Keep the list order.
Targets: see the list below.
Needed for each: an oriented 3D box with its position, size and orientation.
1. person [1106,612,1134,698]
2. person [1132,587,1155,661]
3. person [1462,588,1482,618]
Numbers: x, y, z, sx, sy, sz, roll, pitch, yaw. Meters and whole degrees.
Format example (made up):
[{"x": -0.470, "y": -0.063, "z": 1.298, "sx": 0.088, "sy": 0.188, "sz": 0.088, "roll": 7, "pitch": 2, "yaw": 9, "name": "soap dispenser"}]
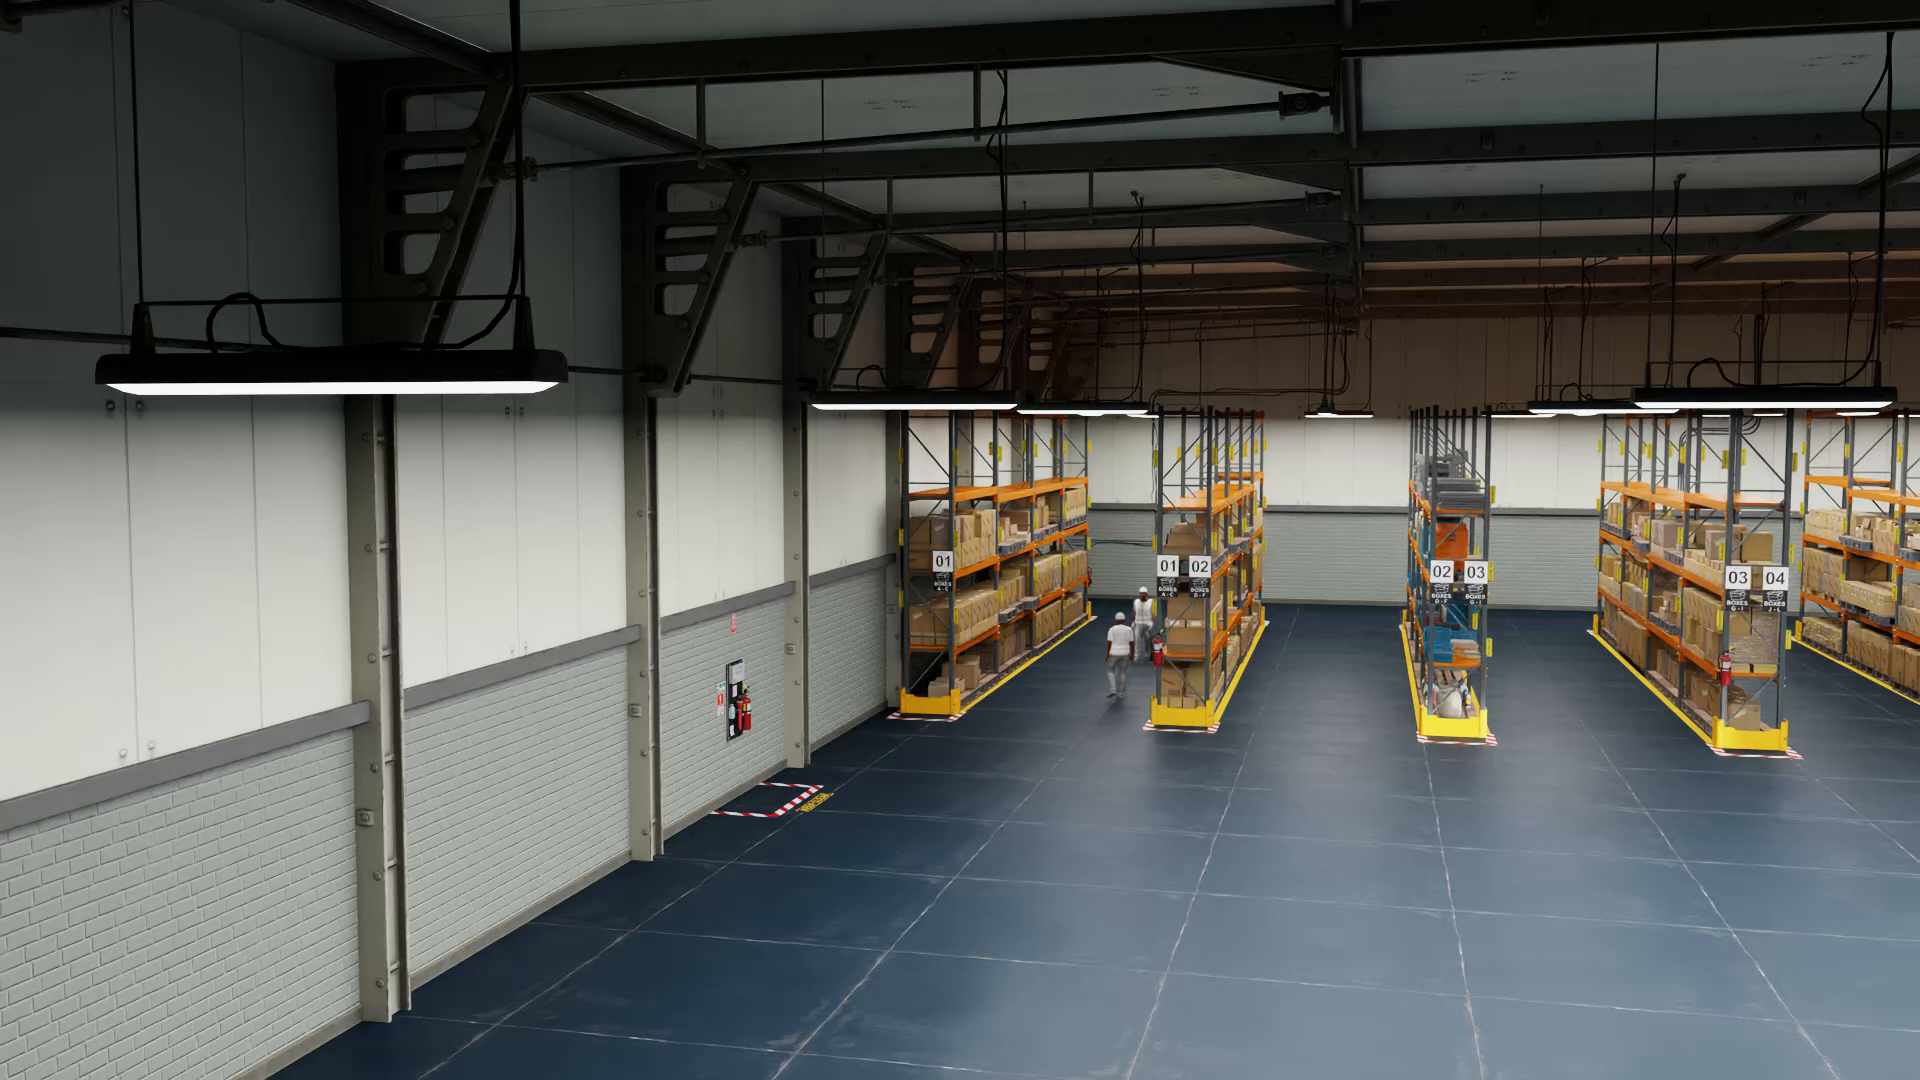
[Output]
[{"x": 3.297, "y": 2.386, "z": 34.368, "sx": 0.609, "sy": 1.787, "sz": 0.403, "roll": -1, "pitch": 4, "yaw": -9, "name": "person"}, {"x": 4.362, "y": 1.990, "z": 39.570, "sx": 0.585, "sy": 1.714, "sz": 1.054, "roll": 1, "pitch": 4, "yaw": 9, "name": "person"}, {"x": 14.868, "y": 1.370, "z": 48.232, "sx": 0.619, "sy": 1.729, "sz": 1.055, "roll": 1, "pitch": 4, "yaw": 9, "name": "person"}]
